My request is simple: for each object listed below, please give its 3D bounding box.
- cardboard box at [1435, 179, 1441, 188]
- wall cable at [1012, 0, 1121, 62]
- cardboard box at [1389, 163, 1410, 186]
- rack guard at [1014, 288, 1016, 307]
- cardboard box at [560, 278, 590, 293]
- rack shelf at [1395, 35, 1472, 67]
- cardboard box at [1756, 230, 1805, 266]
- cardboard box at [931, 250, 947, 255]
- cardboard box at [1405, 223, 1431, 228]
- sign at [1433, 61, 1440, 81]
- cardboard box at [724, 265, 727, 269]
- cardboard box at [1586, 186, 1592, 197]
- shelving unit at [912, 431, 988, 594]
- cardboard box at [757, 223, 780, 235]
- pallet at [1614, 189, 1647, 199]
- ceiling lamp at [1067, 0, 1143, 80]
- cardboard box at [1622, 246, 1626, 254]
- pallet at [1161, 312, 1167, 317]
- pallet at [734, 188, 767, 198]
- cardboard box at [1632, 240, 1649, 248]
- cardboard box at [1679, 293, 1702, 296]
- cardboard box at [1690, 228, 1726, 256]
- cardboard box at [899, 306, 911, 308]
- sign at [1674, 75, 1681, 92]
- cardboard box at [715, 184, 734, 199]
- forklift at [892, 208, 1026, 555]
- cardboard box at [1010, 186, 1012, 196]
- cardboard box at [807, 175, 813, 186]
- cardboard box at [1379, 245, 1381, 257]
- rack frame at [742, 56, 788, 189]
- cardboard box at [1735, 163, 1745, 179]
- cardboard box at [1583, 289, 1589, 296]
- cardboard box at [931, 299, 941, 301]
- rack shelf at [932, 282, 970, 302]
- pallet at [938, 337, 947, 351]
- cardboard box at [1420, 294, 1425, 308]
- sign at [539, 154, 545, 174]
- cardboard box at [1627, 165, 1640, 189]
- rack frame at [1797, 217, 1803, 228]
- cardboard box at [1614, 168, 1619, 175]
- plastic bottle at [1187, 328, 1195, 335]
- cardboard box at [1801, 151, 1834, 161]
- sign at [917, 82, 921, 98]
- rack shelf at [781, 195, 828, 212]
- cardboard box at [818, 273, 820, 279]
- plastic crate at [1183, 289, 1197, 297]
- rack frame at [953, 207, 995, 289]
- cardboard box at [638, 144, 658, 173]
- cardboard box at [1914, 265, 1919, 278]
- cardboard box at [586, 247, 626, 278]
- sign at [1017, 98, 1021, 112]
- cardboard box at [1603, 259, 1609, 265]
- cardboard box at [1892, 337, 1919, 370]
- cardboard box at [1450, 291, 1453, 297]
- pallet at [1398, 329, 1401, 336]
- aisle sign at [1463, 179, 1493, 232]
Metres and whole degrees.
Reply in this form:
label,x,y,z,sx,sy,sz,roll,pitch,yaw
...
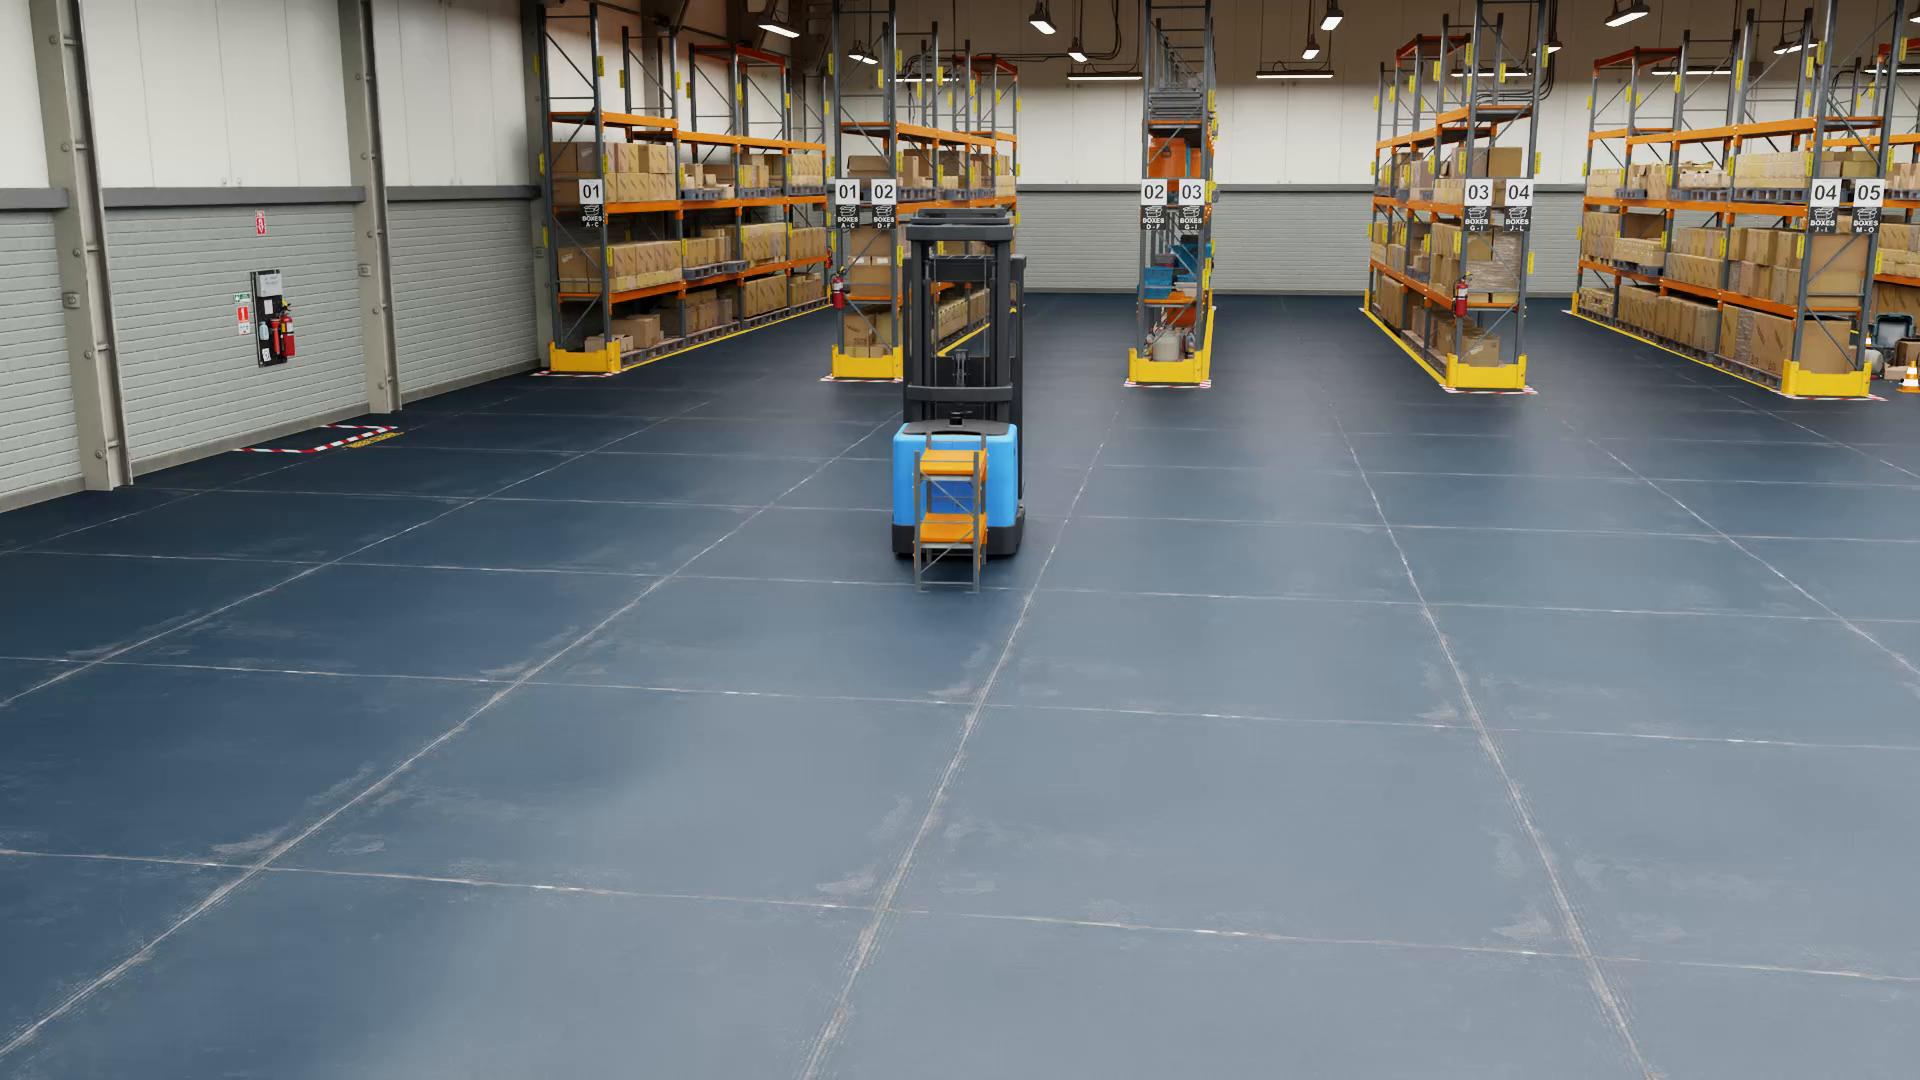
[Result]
label,x,y,z,sx,sy,sz,roll,pitch,yaw
cardboard box,8.523,-6.235,29.094,0.380,0.149,0.250,2,12,7
wall cable,2.994,-14.769,46.750,3.097,2.526,0.112,2,12,9
cardboard box,10.169,-8.304,37.815,0.700,0.500,0.500,1,12,5
rack guard,0.923,-6.287,42.978,1.175,0.500,0.348,2,12,9
cardboard box,-6.541,-4.393,28.568,0.500,0.250,0.500,2,12,9
rack shelf,9.800,-10.159,34.593,1.077,0.370,4.000,2,12,9
cardboard box,13.410,-4.712,26.817,0.875,0.550,0.500,2,12,9
cardboard box,-0.537,-5.558,33.426,0.500,0.500,0.500,1,12,6
cardboard box,9.724,-6.364,34.784,0.797,0.503,0.637,2,12,10
sign,8.328,-8.188,29.034,0.100,0.325,0.005,2,12,9
cardboard box,-4.911,-5.967,36.109,0.380,0.149,0.250,2,12,8
cardboard box,15.287,-8.329,39.756,0.500,0.250,0.500,2,12,11
shelving unit,-0.067,-0.241,13.443,0.538,1.125,1.048,1,12,4
cardboard box,-4.483,-7.210,38.560,0.500,0.250,0.500,2,12,10
pallet,14.793,-7.438,35.711,1.213,0.211,1.003,2,12,9
ceiling lamp,3.819,-13.787,43.754,2.000,3.185,0.800,2,12,9
cardboard box,14.362,-6.187,35.476,0.380,0.149,0.250,1,12,6
pallet,5.054,-5.008,37.730,1.003,0.211,1.213,2,12,9
pallet,-4.975,-7.761,37.216,1.003,0.211,1.213,2,12,11
cardboard box,14.242,-6.169,34.686,0.380,0.149,0.250,2,12,10
cardboard box,14.723,-4.841,33.494,0.500,0.250,0.500,1,12,6
cardboard box,14.146,-5.588,31.191,0.700,0.500,0.500,2,12,8
cardboard box,-0.927,-3.943,29.917,0.500,0.500,0.500,2,12,9
sign,13.840,-8.799,32.057,0.100,0.325,0.005,2,12,9
cardboard box,-5.035,-7.293,34.757,0.500,0.311,0.500,2,12,9
forklift,0.045,-1.564,15.291,1.130,2.935,3.031,1,12,4
cardboard box,1.029,-8.698,41.470,0.500,0.250,0.500,2,12,9
cardboard box,-3.965,-8.953,41.420,0.500,0.250,0.500,2,12,7
cardboard box,10.072,-6.757,38.875,0.500,0.250,0.500,2,12,10
rack frame,-4.575,-9.784,39.033,1.000,3.000,0.127,2,12,9
cardboard box,13.411,-6.223,28.044,0.500,0.250,0.500,2,12,9
cardboard box,15.103,-5.916,39.681,0.380,0.149,0.250,2,12,8
cardboard box,-0.666,-4.895,34.785,0.500,0.311,0.500,2,12,11
rack shelf,-0.603,-5.091,33.204,1.077,0.370,4.000,2,12,9
pallet,-0.836,-3.818,32.208,1.003,0.211,1.213,2,12,9
cardboard box,9.419,-4.757,33.054,0.500,0.250,0.500,2,12,11
sign,-6.966,-6.275,27.767,0.100,0.325,0.005,2,12,9
cardboard box,14.826,-7.833,35.867,0.700,0.500,0.500,2,12,9
rack frame,20.515,-6.882,39.805,1.000,3.000,0.127,2,12,9
cardboard box,14.798,-8.202,37.035,0.380,0.149,0.250,2,12,9
plastic bottle,4.169,-3.642,30.016,0.144,0.351,0.185,2,12,7
cardboard box,12.864,-5.759,24.945,0.380,0.149,0.250,2,12,9
sign,-0.833,-9.303,34.394,0.100,0.325,0.005,2,12,9
rack shelf,-4.268,-8.382,41.357,1.077,0.370,4.000,2,12,9
cardboard box,-3.809,-6.803,42.837,0.380,0.149,0.250,2,12,8
plastic crate,3.824,-4.079,27.428,0.298,0.136,0.250,2,12,9
rack frame,0.320,-6.692,38.924,1.000,3.000,0.127,2,12,9
cardboard box,-5.759,-6.863,29.942,0.500,0.500,0.500,1,12,7
cardboard box,19.106,-5.257,32.621,0.500,0.250,0.500,1,12,7
cardboard box,-6.051,-4.746,28.425,0.500,0.500,0.500,2,12,9
sign,1.480,-10.969,41.937,0.100,0.325,0.005,2,12,9
cardboard box,14.914,-6.354,37.952,0.380,0.149,0.250,1,12,6
cardboard box,15.958,-3.039,27.580,0.797,0.637,0.503,2,12,9
cardboard box,8.278,-4.076,27.383,0.380,0.149,0.250,2,12,9
pallet,9.688,-4.336,34.611,1.003,0.211,1.213,2,12,9
aisle sign,7.956,-5.140,25.551,0.394,0.787,0.004,2,12,9
